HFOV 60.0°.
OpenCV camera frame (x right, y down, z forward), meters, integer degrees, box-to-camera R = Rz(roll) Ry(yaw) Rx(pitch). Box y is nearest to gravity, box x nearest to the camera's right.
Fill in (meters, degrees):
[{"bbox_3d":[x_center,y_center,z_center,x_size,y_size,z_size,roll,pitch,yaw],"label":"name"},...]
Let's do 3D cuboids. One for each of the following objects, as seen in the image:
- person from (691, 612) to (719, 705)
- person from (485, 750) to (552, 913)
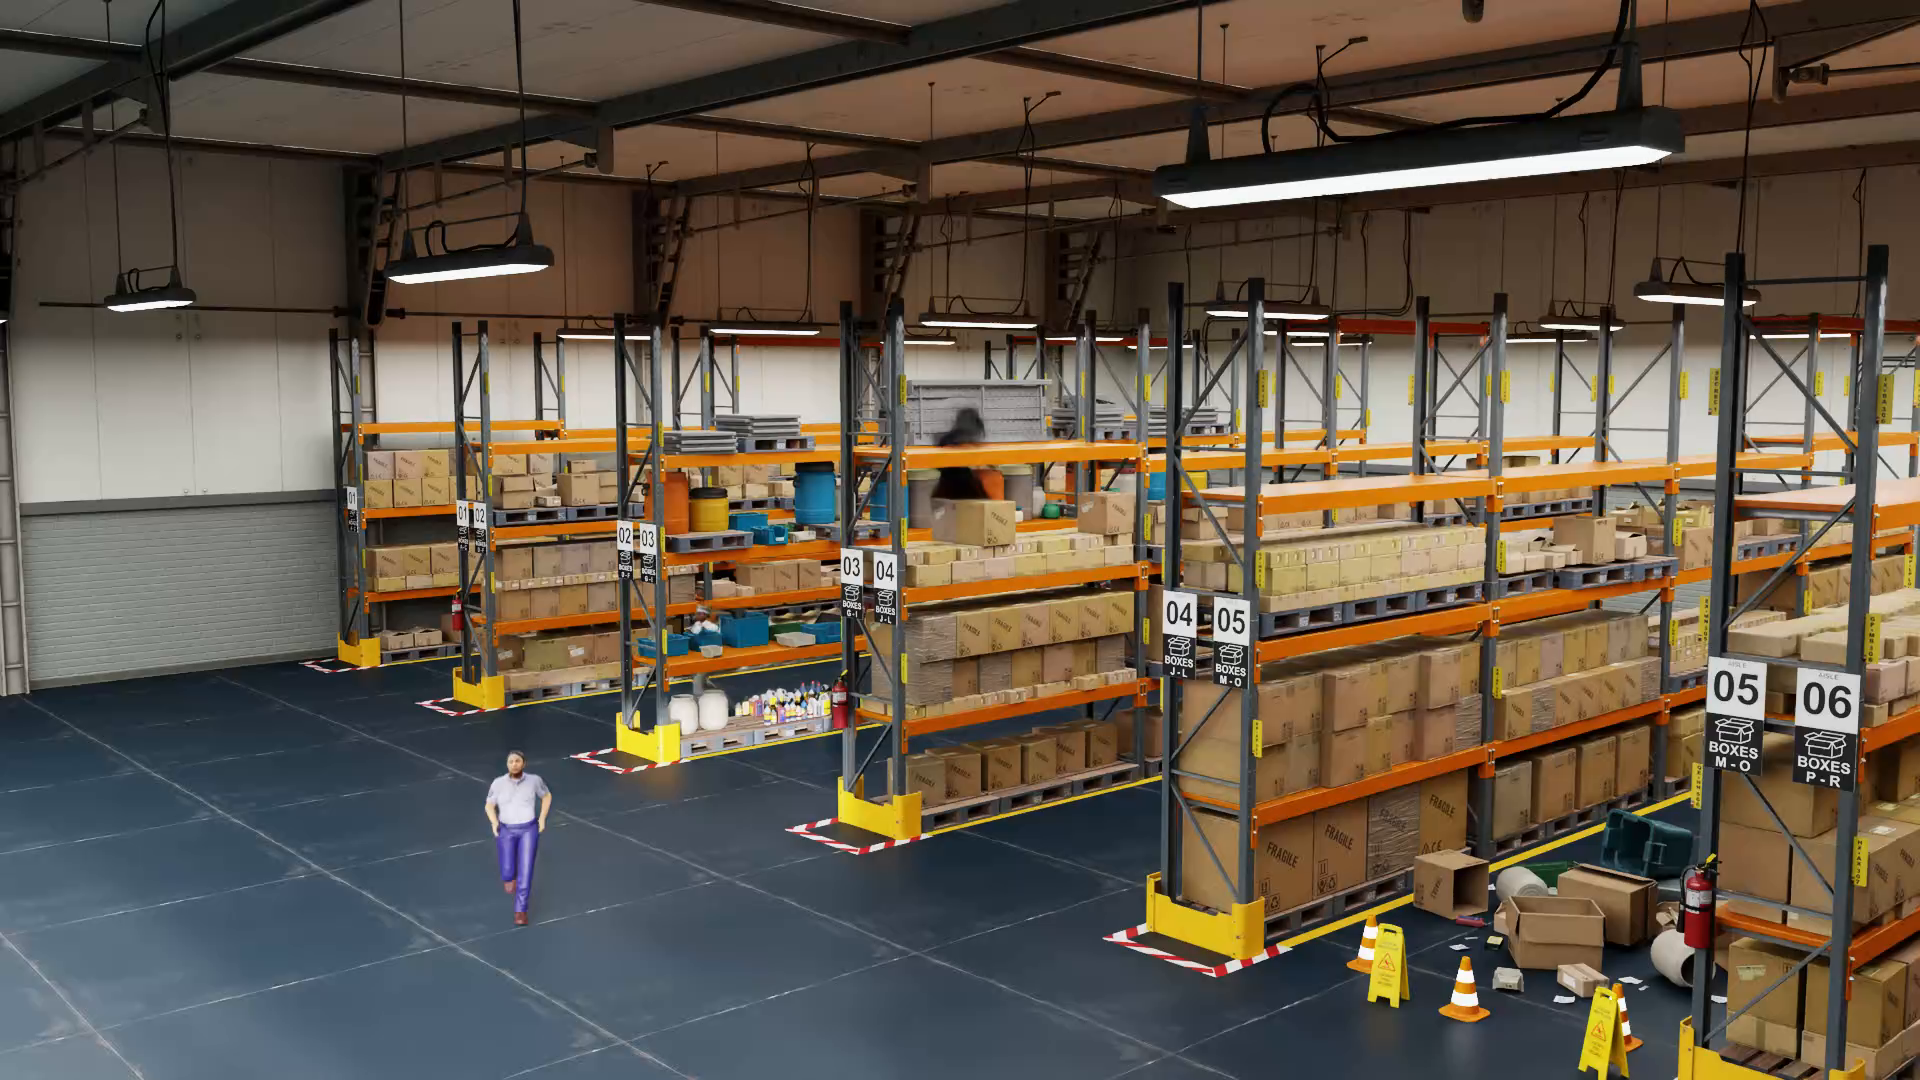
[{"bbox_3d":[-3.893,1.828,25.194,0.876,1.659,0.581,-5,8,-43],"label":"person"},{"bbox_3d":[-4.225,2.771,15.948,0.622,1.541,0.608,-1,6,-13],"label":"person"}]
